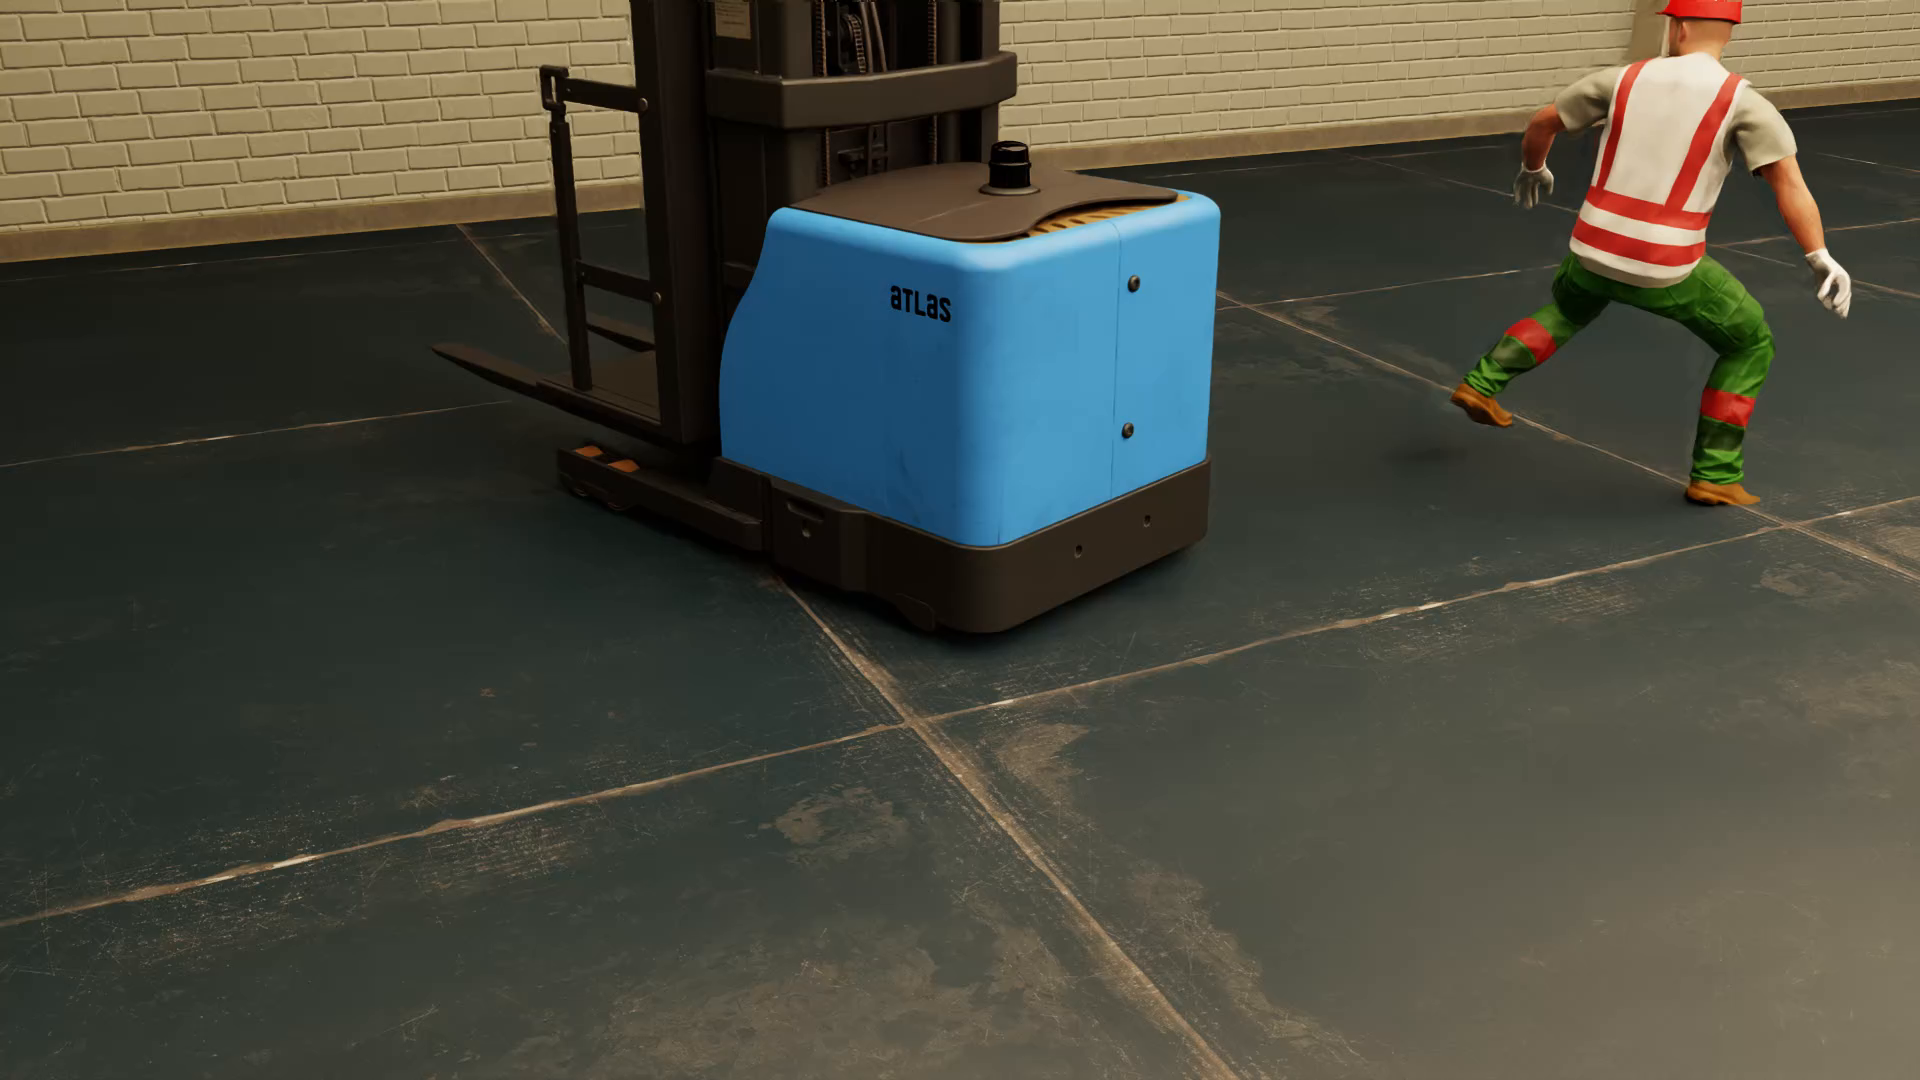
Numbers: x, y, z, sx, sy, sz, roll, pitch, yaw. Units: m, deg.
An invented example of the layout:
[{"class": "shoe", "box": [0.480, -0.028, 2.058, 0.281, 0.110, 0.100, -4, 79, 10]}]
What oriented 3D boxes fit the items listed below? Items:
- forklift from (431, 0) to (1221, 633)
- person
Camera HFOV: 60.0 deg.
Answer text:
[{"class": "forklift", "box": [-0.676, -1.572, 5.070, 3.031, 2.935, 1.130, 20, 30, 40]}, {"class": "person", "box": [2.243, -0.909, 5.258, 0.510, 1.664, 1.189, -19, 29, -38]}]
